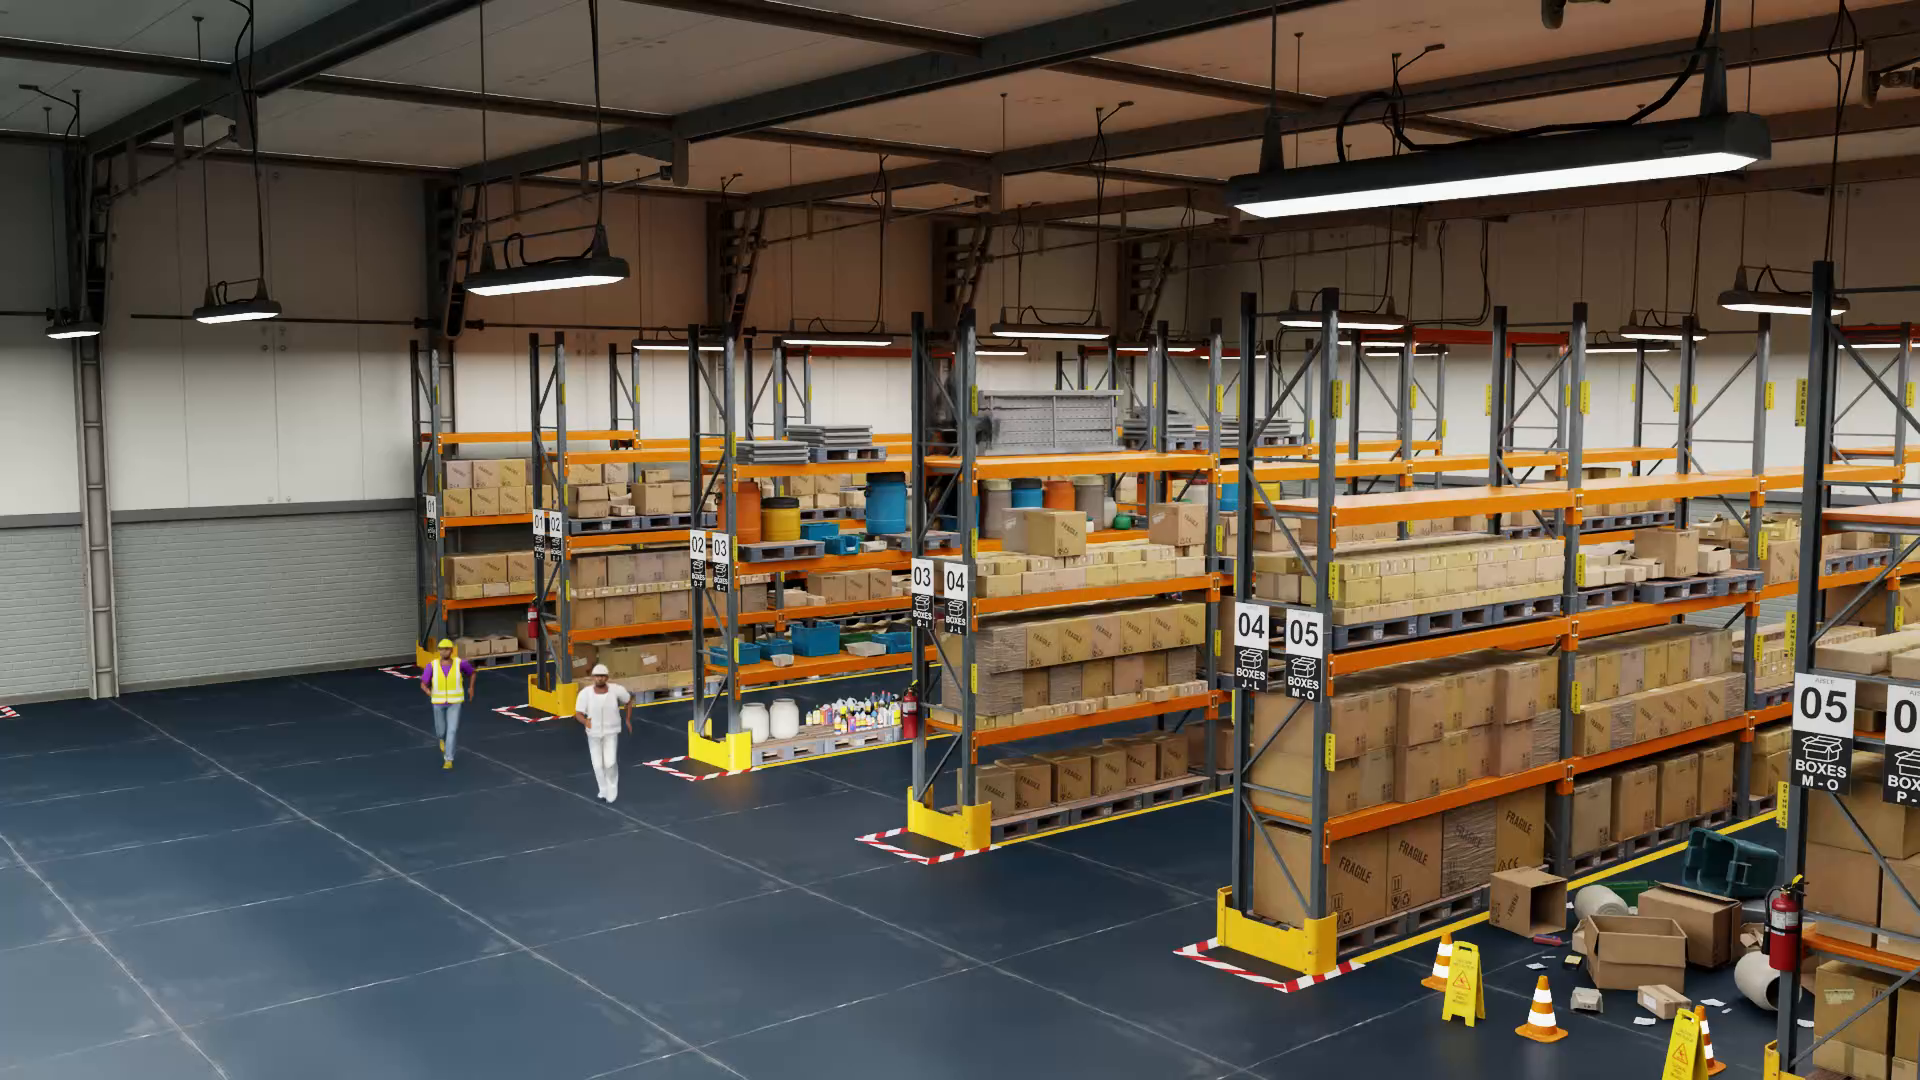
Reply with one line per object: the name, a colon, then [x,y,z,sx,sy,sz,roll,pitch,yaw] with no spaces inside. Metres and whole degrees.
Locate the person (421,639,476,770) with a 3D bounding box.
person: [-6.945,2.210,22.565,0.714,1.737,1.006,-1,5,-12]

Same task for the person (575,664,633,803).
person: [-4.400,2.391,20.529,0.674,1.736,0.756,0,5,-5]
